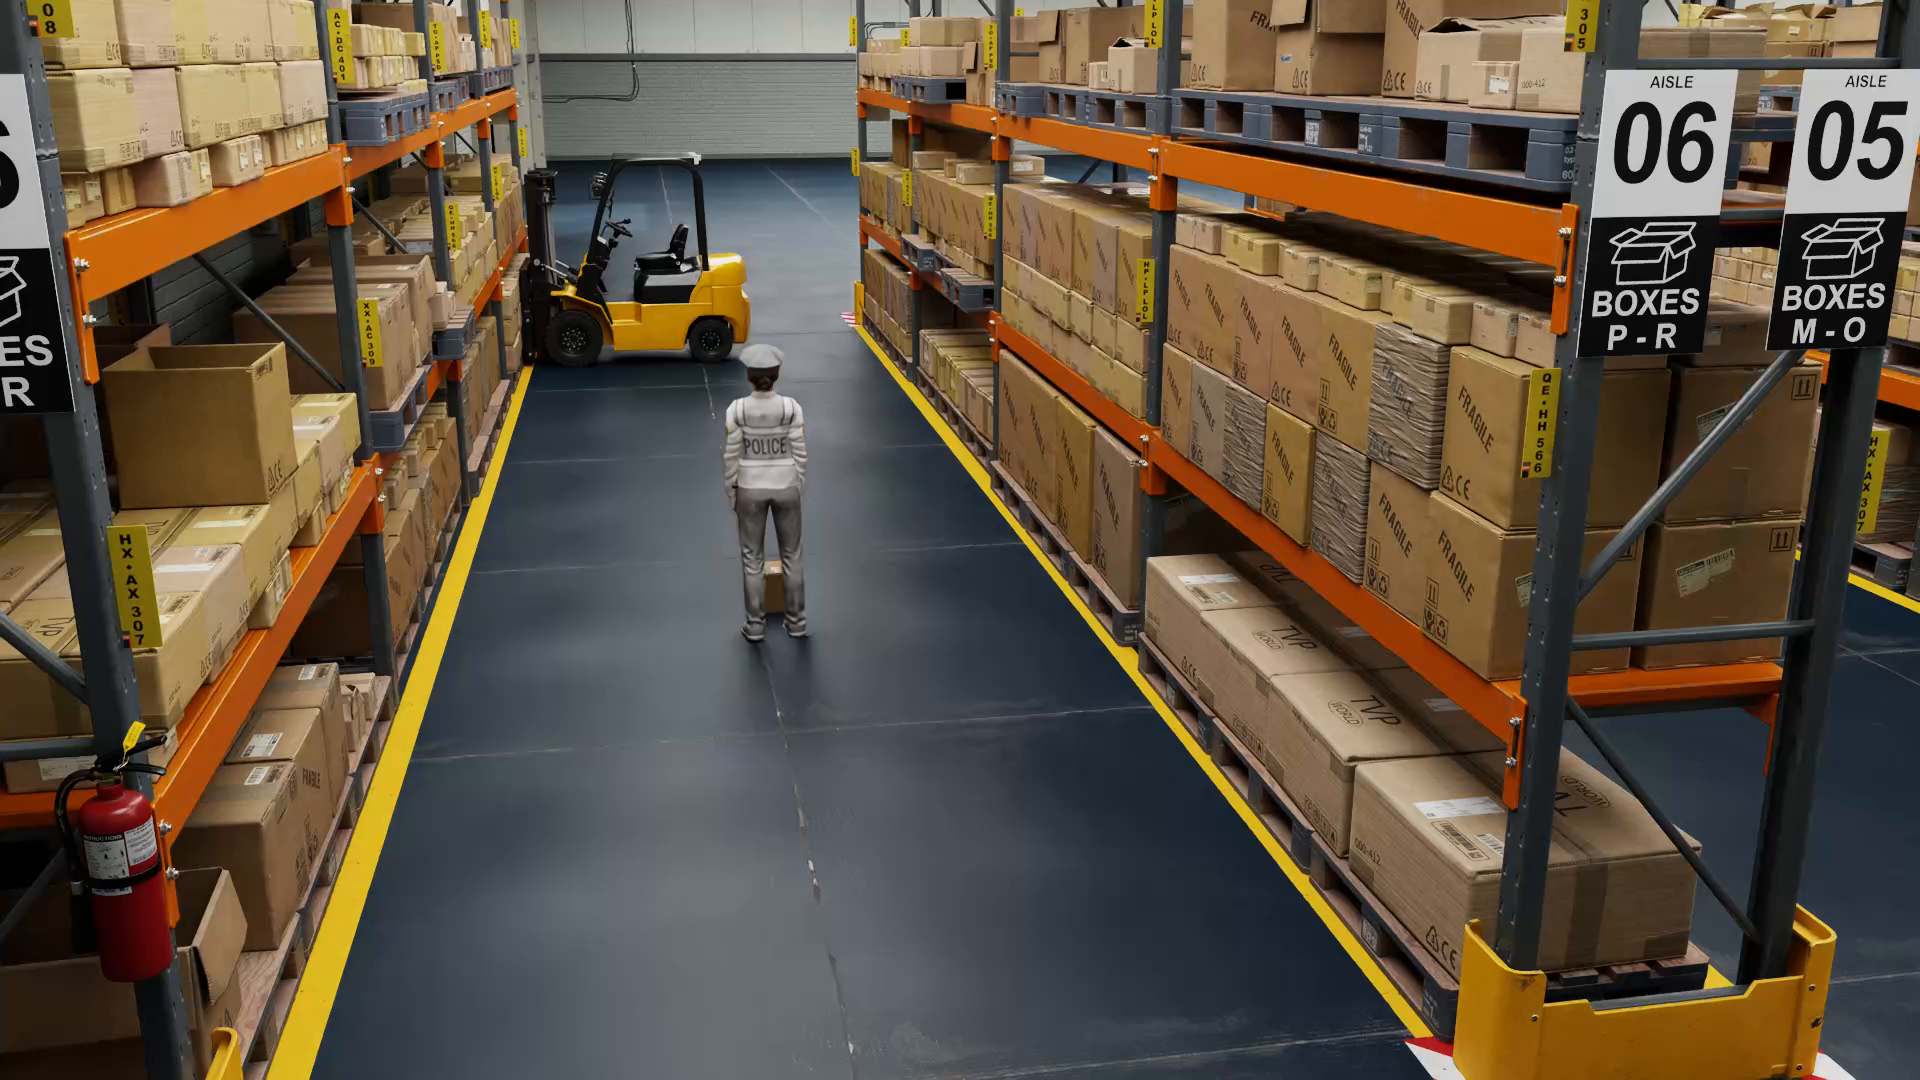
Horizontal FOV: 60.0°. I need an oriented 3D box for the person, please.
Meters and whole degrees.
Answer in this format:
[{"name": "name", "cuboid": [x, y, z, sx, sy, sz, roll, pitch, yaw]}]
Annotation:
[{"name": "person", "cuboid": [-1.130, -0.092, 9.517, 0.533, 1.292, 0.752, -3, 17, -10]}]
